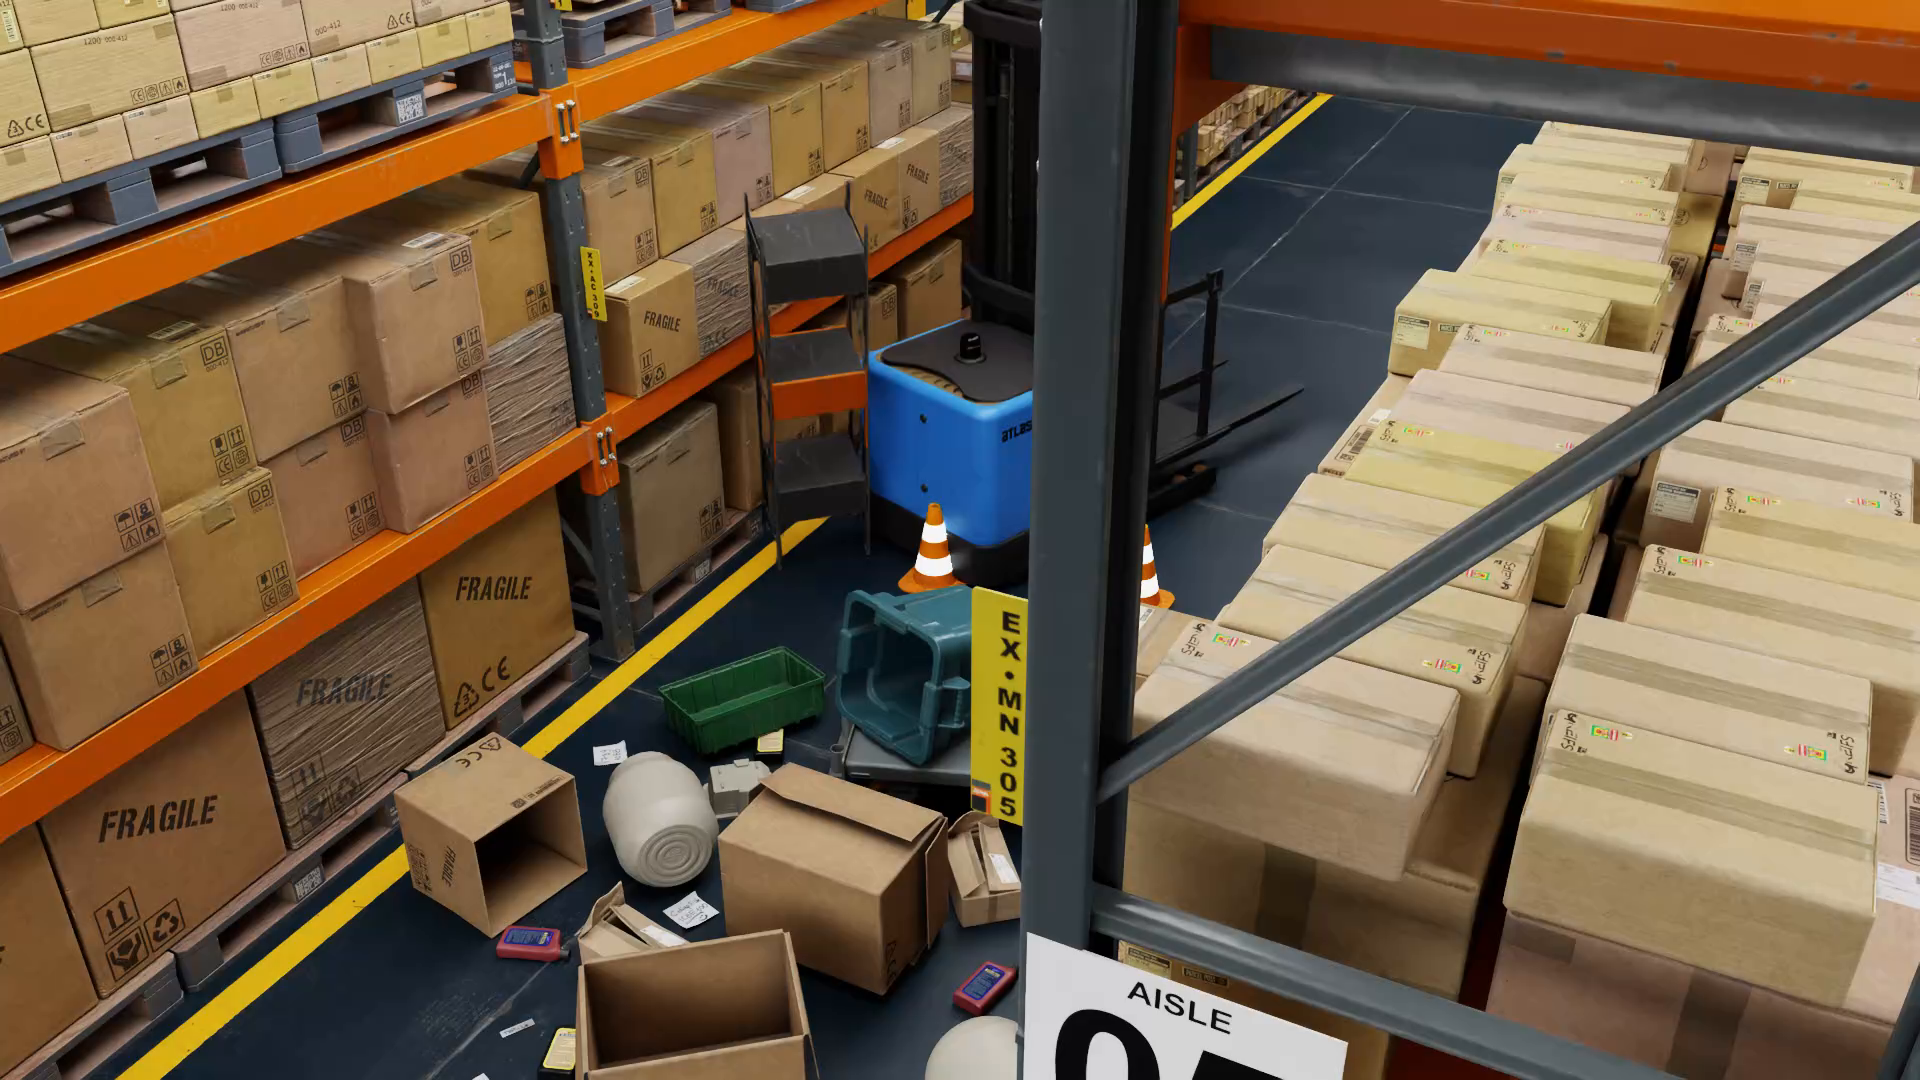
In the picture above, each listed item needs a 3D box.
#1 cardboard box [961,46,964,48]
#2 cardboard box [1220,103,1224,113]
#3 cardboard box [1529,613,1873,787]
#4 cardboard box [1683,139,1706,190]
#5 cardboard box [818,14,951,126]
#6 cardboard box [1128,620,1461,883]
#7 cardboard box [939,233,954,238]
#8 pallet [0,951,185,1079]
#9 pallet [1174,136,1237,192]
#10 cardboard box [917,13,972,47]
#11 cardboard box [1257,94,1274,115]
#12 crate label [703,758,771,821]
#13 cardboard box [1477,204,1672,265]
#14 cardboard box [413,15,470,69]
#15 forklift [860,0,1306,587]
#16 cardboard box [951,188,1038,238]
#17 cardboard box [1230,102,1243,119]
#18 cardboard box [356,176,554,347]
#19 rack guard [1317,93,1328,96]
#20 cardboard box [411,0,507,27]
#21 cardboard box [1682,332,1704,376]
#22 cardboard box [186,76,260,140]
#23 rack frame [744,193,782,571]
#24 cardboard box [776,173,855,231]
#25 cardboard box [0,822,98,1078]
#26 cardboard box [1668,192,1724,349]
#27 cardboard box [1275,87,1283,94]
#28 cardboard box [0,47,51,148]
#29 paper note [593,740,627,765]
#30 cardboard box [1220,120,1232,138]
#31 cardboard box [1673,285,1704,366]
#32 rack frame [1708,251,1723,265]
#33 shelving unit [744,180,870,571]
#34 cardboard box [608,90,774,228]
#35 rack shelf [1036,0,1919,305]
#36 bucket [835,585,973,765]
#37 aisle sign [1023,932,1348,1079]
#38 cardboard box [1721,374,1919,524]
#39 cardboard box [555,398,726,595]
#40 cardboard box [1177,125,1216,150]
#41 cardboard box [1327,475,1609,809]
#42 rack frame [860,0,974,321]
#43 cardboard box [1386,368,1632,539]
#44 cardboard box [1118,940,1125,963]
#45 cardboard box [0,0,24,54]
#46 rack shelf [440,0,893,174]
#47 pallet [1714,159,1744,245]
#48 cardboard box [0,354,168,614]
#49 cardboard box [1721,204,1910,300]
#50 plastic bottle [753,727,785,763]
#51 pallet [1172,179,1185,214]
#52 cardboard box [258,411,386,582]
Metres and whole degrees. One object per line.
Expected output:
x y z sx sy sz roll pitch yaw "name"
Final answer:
-0.092 -3.471 11.814 0.380 0.149 0.250 14 33 23 "cardboard box"
2.149 -3.914 14.898 0.380 0.149 0.250 14 33 23 "cardboard box"
0.988 0.261 2.223 0.380 0.149 0.250 14 33 23 "cardboard box"
1.840 -1.098 4.590 0.380 0.149 0.250 15 33 25 "cardboard box"
-0.478 -2.880 10.148 0.700 0.500 0.500 14 33 23 "cardboard box"
0.435 0.271 2.206 0.380 0.149 0.250 15 33 24 "cardboard box"
-0.197 -2.049 11.894 0.500 0.500 0.500 14 33 23 "cardboard box"
-3.614 1.784 5.931 1.003 0.211 1.213 14 33 23 "pallet"
1.832 -3.469 15.079 1.003 0.211 1.213 14 33 23 "pallet"
-0.095 -3.598 11.737 0.380 0.149 0.250 15 33 25 "cardboard box"
2.798 -4.220 16.028 0.380 0.149 0.250 15 33 24 "cardboard box"
-0.965 1.075 7.240 0.298 0.136 0.250 -7 31 -11 "crate label"
1.388 -0.630 3.775 0.380 0.149 0.250 14 33 23 "cardboard box"
-2.082 -1.898 6.261 0.380 0.149 0.250 15 33 24 "cardboard box"
0.861 -1.649 9.178 3.031 2.935 1.130 -25 38 -37 "forklift"
0.265 -2.274 11.532 0.500 0.250 0.500 13 32 21 "cardboard box"
2.394 -4.020 15.381 0.380 0.149 0.250 16 33 26 "cardboard box"
-2.285 -1.204 7.099 0.875 0.550 0.550 14 33 23 "cardboard box"
3.346 -5.028 17.504 1.175 0.500 0.348 14 33 23 "rack guard"
-2.082 -2.140 6.282 0.500 0.250 0.500 14 33 23 "cardboard box"
1.713 -0.180 3.392 0.500 0.250 0.500 15 33 24 "cardboard box"
-2.546 -1.444 5.471 0.380 0.149 0.250 14 33 23 "cardboard box"
-0.986 -0.729 8.360 0.015 2.100 0.400 -10 45 -13 "rack frame"
-0.916 -1.712 9.118 0.500 0.500 0.500 15 33 24 "cardboard box"
-3.658 1.371 5.563 0.875 0.875 0.875 14 33 24 "cardboard box"
1.695 -0.749 4.382 0.500 0.250 0.500 14 33 23 "cardboard box"
2.934 -4.459 16.145 0.380 0.149 0.250 15 33 24 "cardboard box"
-3.001 -1.248 4.729 0.500 0.250 0.500 14 33 23 "cardboard box"
-1.587 0.965 7.539 0.147 0.020 0.142 -7 31 -11 "paper note"
2.269 -3.771 15.246 0.380 0.149 0.250 14 33 22 "cardboard box"
1.822 -0.619 4.556 0.380 0.149 0.250 14 33 23 "cardboard box"
2.366 0.252 5.799 1.000 3.000 0.127 14 33 23 "rack frame"
-0.752 -0.769 8.414 0.503 2.100 0.431 -10 45 -13 "shelving unit"
-1.402 -1.977 8.576 0.700 0.500 0.500 15 33 24 "cardboard box"
1.455 -1.150 2.941 1.077 0.370 4.000 14 33 23 "rack shelf"
-0.096 0.517 7.098 0.620 0.611 0.726 -14 31 -42 "bucket"
0.258 0.859 2.131 0.394 0.787 0.004 14 33 23 "aisle sign"
1.557 -0.159 2.954 0.380 0.149 0.250 15 33 25 "cardboard box"
-1.884 -0.328 8.647 1.050 0.750 0.750 14 33 23 "cardboard box"
2.008 -3.536 14.537 0.380 0.149 0.250 16 33 25 "cardboard box"
0.780 0.153 2.812 0.500 0.250 0.500 14 33 23 "cardboard box"
-0.264 -2.599 10.765 1.000 3.000 0.127 14 33 23 "rack frame"
0.966 -0.160 2.956 0.380 0.149 0.250 14 33 23 "cardboard box"
0.667 1.501 6.131 0.500 0.500 0.500 -12 32 -20 "cardboard box"
-2.893 -1.455 4.689 0.380 0.149 0.250 14 33 23 "cardboard box"
-1.175 -2.702 8.653 1.077 0.370 4.000 14 33 23 "rack shelf"
2.742 -1.217 5.533 1.213 0.211 1.003 14 33 23 "pallet"
-3.161 -0.224 5.393 0.875 0.550 0.550 14 33 23 "cardboard box"
1.955 -0.630 3.775 0.380 0.149 0.250 14 33 22 "cardboard box"
-0.869 0.913 7.599 0.133 0.061 0.283 -1 30 -3 "plastic bottle"
1.205 -2.818 13.945 1.003 0.211 1.213 14 33 23 "pallet"
-2.825 -0.263 6.546 0.875 0.550 0.550 14 33 23 "cardboard box"
